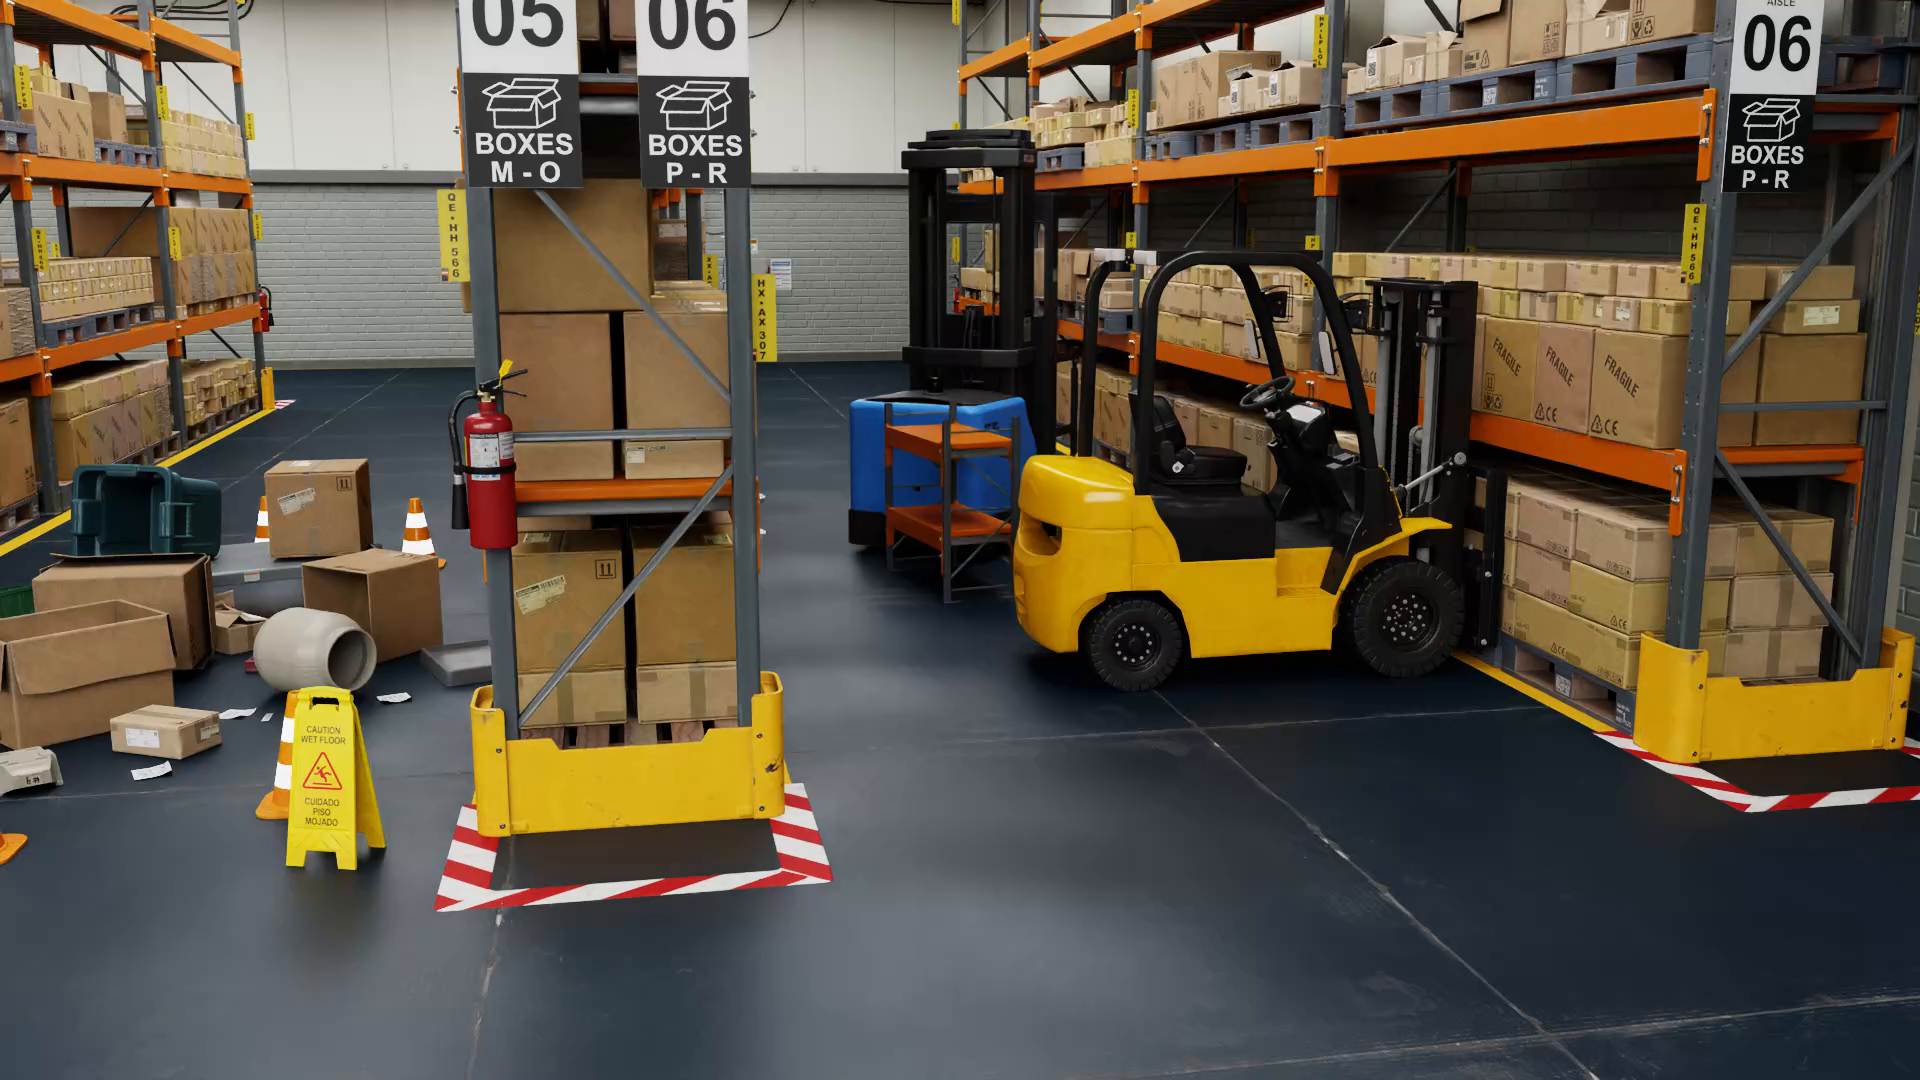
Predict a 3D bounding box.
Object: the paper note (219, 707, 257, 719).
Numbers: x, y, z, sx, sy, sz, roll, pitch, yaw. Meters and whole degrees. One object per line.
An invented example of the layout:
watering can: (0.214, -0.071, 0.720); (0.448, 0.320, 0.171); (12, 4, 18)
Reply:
paper note: (-3.426, 0.815, 7.862); (0.148, 0.019, 0.142); (2, 11, 9)

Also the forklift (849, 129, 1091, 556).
forklift: (0.312, -1.560, 12.556); (1.130, 2.935, 3.031); (5, 12, 25)

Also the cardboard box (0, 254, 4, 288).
cardboard box: (-7.586, -2.113, 12.334); (0.700, 0.500, 0.500); (-2, 11, -11)

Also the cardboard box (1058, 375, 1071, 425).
cardboard box: (1.342, -1.461, 17.413); (0.500, 0.500, 0.500); (-2, 11, -13)

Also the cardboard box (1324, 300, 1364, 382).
cardboard box: (2.649, -1.260, 10.525); (0.500, 0.500, 0.500); (-2, 11, -13)

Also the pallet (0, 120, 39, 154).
pallet: (-7.486, -2.920, 11.998); (1.213, 0.211, 1.003); (-2, 11, -8)

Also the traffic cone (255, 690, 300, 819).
traffic cone: (-2.621, 0.828, 6.611); (0.336, 0.463, 0.334); (-2, 11, -11)

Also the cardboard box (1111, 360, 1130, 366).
cardboard box: (1.806, -1.818, 17.552); (0.380, 0.149, 0.250); (-2, 11, -9)

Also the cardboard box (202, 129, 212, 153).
cardboard box: (-8.596, -4.412, 18.396); (0.500, 0.250, 0.500); (-3, 11, -13)

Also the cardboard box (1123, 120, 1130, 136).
cardboard box: (1.704, -3.735, 15.112); (0.380, 0.149, 0.250); (-2, 11, -12)

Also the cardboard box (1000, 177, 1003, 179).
cardboard box: (0.693, -4.410, 19.993); (0.380, 0.149, 0.250); (-2, 11, -10)

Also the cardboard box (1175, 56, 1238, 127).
cardboard box: (2.139, -3.583, 13.316); (0.700, 0.500, 0.500); (-2, 11, -12)

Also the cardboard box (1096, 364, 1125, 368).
cardboard box: (1.468, -1.705, 16.957); (0.380, 0.149, 0.250); (-2, 11, -11)

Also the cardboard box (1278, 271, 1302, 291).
cardboard box: (2.470, -1.817, 11.720); (0.380, 0.149, 0.250); (-2, 11, -11)

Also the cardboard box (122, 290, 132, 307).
cardboard box: (-8.024, -2.267, 15.633); (0.380, 0.149, 0.250); (-3, 11, -14)

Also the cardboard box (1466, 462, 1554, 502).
cardboard box: (2.897, -0.266, 9.131); (0.500, 0.250, 0.500); (-2, 11, -12)

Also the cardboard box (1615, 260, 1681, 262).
cardboard box: (3.548, -1.342, 8.425); (0.380, 0.149, 0.250); (-2, 11, -9)

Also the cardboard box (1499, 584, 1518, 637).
cardboard box: (3.019, 0.318, 8.732); (0.500, 0.250, 0.500); (-2, 11, -10)

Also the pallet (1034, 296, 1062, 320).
pallet: (1.311, -2.524, 17.948); (1.003, 0.211, 1.213); (-2, 11, -11)

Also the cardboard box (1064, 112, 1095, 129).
cardboard box: (1.248, -4.169, 16.543); (0.380, 0.149, 0.250); (-2, 11, -11)

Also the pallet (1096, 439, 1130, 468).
pallet: (1.933, -0.803, 15.854); (1.003, 0.211, 1.213); (-2, 11, -11)

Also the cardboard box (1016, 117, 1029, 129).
cardboard box: (0.928, -4.644, 18.820); (0.500, 0.250, 0.500); (-2, 11, -11)

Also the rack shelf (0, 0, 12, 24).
rack shelf: (-7.274, -3.686, 10.488); (1.077, 0.370, 4.000); (-2, 11, -11)

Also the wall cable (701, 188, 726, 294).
wall cable: (-4.114, -4.907, 27.239); (0.588, 1.984, 0.122); (-2, 11, -11)

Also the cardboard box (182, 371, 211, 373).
cardboard box: (-8.575, -1.799, 18.534); (0.380, 0.149, 0.250); (-3, 11, -13)

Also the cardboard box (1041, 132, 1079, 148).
cardboard box: (1.058, -4.164, 17.310); (0.380, 0.149, 0.250); (-2, 11, -10)

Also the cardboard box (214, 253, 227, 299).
cardboard box: (-8.589, -2.966, 18.692); (0.500, 0.500, 0.500); (-2, 11, -8)

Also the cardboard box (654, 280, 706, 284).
cardboard box: (-1.719, -1.243, 9.642); (0.500, 0.500, 0.500); (-2, 11, -12)

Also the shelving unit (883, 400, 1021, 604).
shelving unit: (-0.064, -0.271, 10.609); (0.538, 1.125, 1.048); (-5, 12, -22)

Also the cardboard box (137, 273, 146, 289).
cardboard box: (-8.118, -2.504, 16.083); (0.380, 0.149, 0.250); (-2, 11, -11)

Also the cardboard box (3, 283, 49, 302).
cardboard box: (-7.560, -1.980, 13.331); (0.380, 0.149, 0.250); (-2, 11, -8)

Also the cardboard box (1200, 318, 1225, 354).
cardboard box: (2.186, -1.589, 12.925); (0.500, 0.250, 0.500); (-2, 11, -9)

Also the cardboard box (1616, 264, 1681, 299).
cardboard box: (3.242, -1.184, 7.596); (0.380, 0.149, 0.250); (-2, 11, -11)

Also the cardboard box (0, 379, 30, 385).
cardboard box: (-8.162, -1.210, 14.089); (0.500, 0.250, 0.500); (-2, 11, -10)

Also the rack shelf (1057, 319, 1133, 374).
rack shelf: (1.652, -2.048, 16.861); (1.077, 0.370, 4.000); (-2, 11, -11)

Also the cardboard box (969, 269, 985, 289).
cardboard box: (0.407, -3.389, 21.587); (0.500, 0.250, 0.500); (-2, 11, -10)

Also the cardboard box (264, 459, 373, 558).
cardboard box: (-3.790, -0.194, 9.854); (0.500, 0.500, 0.500); (-2, 11, -11)

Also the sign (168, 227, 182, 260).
sign: (-7.898, -2.979, 16.727); (0.100, 0.325, 0.005); (-2, 11, -11)

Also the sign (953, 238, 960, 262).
sign: (-0.048, -3.908, 22.390); (0.100, 0.325, 0.005); (-2, 11, -11)

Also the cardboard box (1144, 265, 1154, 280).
cardboard box: (1.814, -2.334, 14.433); (0.380, 0.149, 0.250); (-2, 11, -9)

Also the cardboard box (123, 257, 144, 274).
cardboard box: (-8.119, -2.648, 16.046); (0.380, 0.149, 0.250); (-2, 11, -13)

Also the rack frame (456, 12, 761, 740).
rack frame: (-1.272, -0.387, 6.205); (1.000, 3.000, 0.127); (-2, 11, -11)

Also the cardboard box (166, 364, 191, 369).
cardboard box: (-9.226, -1.973, 19.449); (0.380, 0.149, 0.250); (-3, 11, -14)

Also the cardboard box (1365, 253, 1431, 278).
cardboard box: (2.746, -1.702, 10.319); (0.380, 0.149, 0.250); (-2, 11, -10)

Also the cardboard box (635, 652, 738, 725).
cardboard box: (-1.157, 0.600, 7.253); (0.500, 0.250, 0.500); (-2, 11, -11)

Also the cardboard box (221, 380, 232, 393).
cardboard box: (-8.589, -1.751, 19.078); (0.380, 0.149, 0.250); (-2, 11, -8)

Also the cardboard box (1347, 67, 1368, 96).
cardboard box: (2.608, -2.814, 10.216); (0.380, 0.149, 0.250); (-2, 11, -10)

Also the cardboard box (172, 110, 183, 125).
cardboard box: (-8.391, -4.437, 17.460); (0.380, 0.149, 0.250); (-2, 11, -13)

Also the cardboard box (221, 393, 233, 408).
cardboard box: (-8.591, -1.604, 19.104); (0.380, 0.149, 0.250); (-2, 11, -10)

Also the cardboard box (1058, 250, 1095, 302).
cardboard box: (1.391, -2.688, 16.908); (0.700, 0.500, 0.500); (-2, 11, -11)

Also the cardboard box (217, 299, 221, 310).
cardboard box: (-8.715, -2.710, 19.085); (0.380, 0.149, 0.250); (-3, 11, -13)

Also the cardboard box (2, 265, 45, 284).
cardboard box: (-7.564, -2.123, 13.286); (0.380, 0.149, 0.250); (-2, 11, -11)

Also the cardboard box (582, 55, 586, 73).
cardboard box: (-1.714, -1.886, 6.735); (0.380, 0.149, 0.250); (-2, 11, -9)

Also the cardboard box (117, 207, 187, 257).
cardboard box: (-8.290, -3.167, 17.076); (0.500, 0.500, 0.500); (-2, 11, -10)

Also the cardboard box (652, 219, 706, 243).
cardboard box: (-1.794, -1.940, 10.444); (0.380, 0.149, 0.250); (-2, 11, -11)

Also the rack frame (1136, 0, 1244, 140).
rack frame: (2.041, -4.982, 14.305); (1.000, 3.000, 0.127); (-2, 11, -11)
